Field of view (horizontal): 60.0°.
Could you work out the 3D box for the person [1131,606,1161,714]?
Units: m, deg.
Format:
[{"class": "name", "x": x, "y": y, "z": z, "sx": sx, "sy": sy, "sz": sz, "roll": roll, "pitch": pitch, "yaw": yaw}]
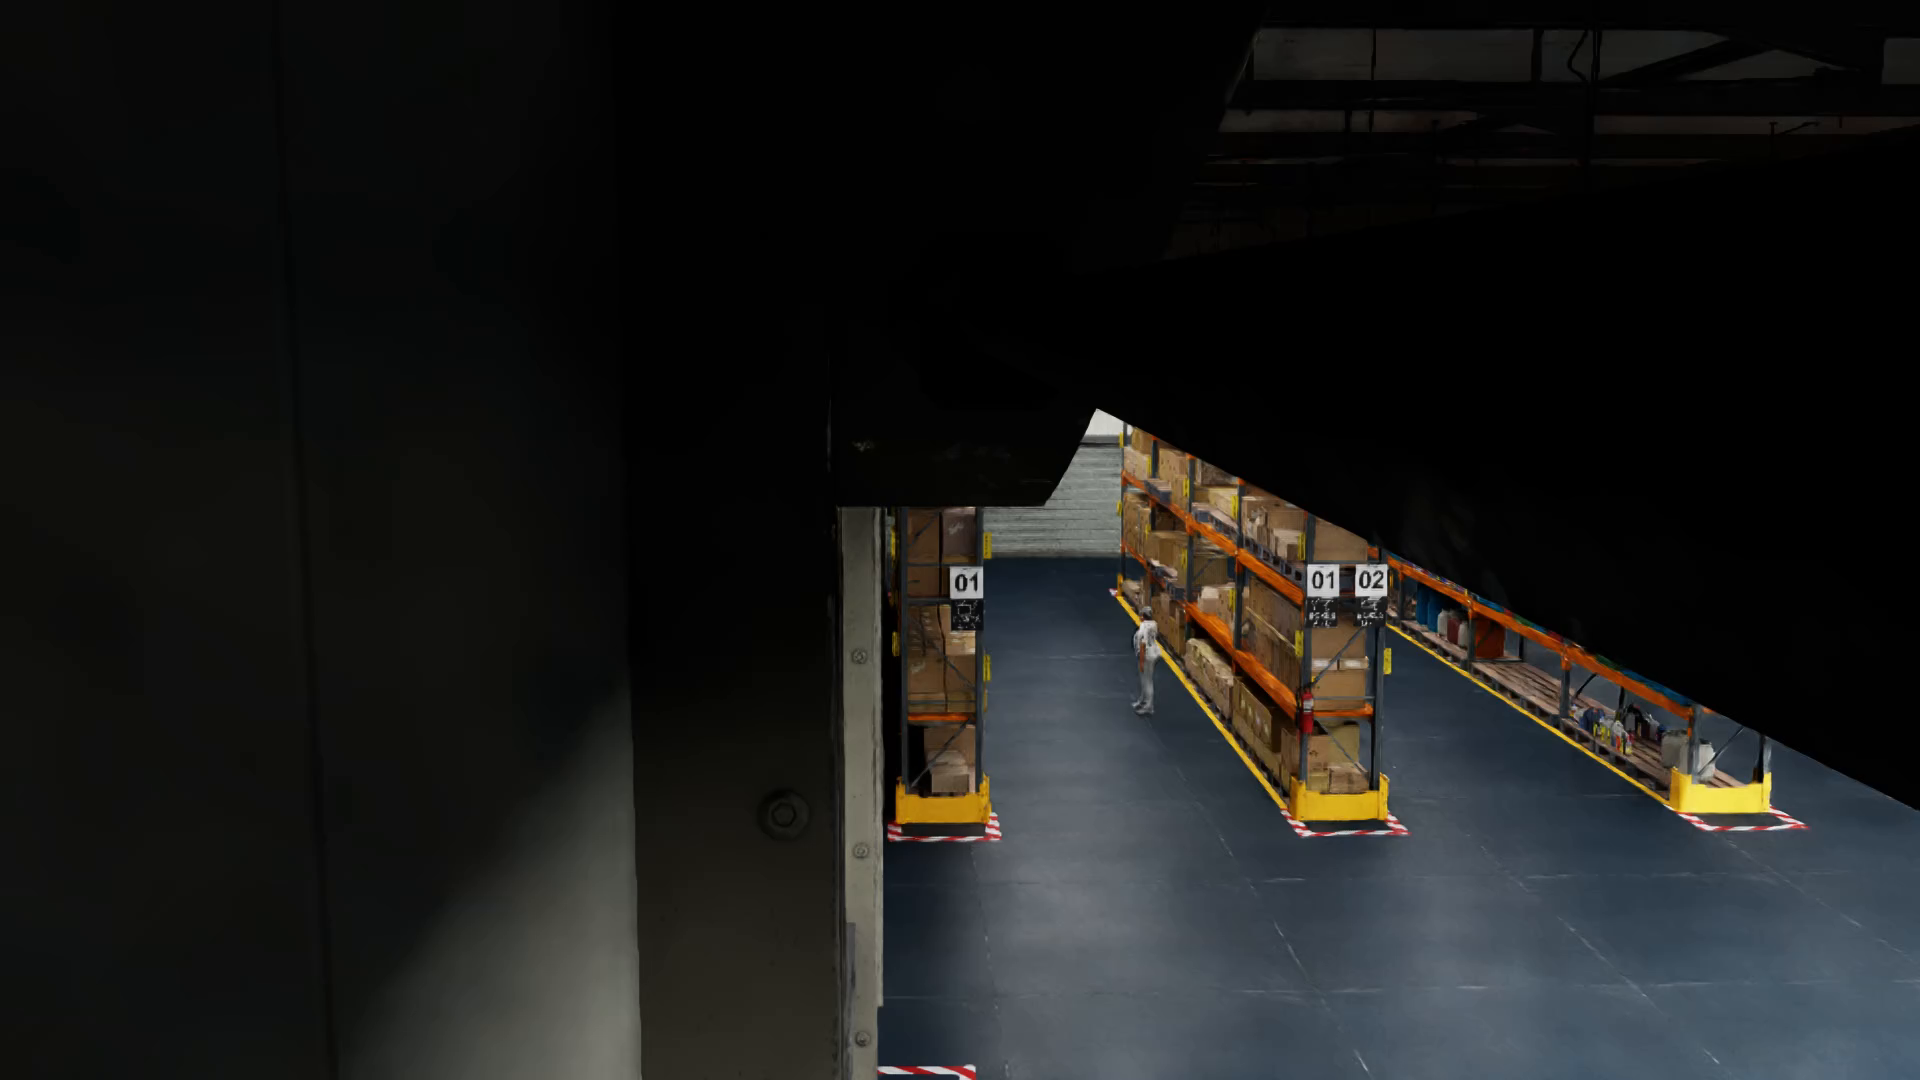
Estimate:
[{"class": "person", "x": 2.886, "y": 1.854, "z": 26.025, "sx": 0.477, "sy": 1.667, "sz": 0.515, "roll": 4, "pitch": 9, "yaw": 28}]
